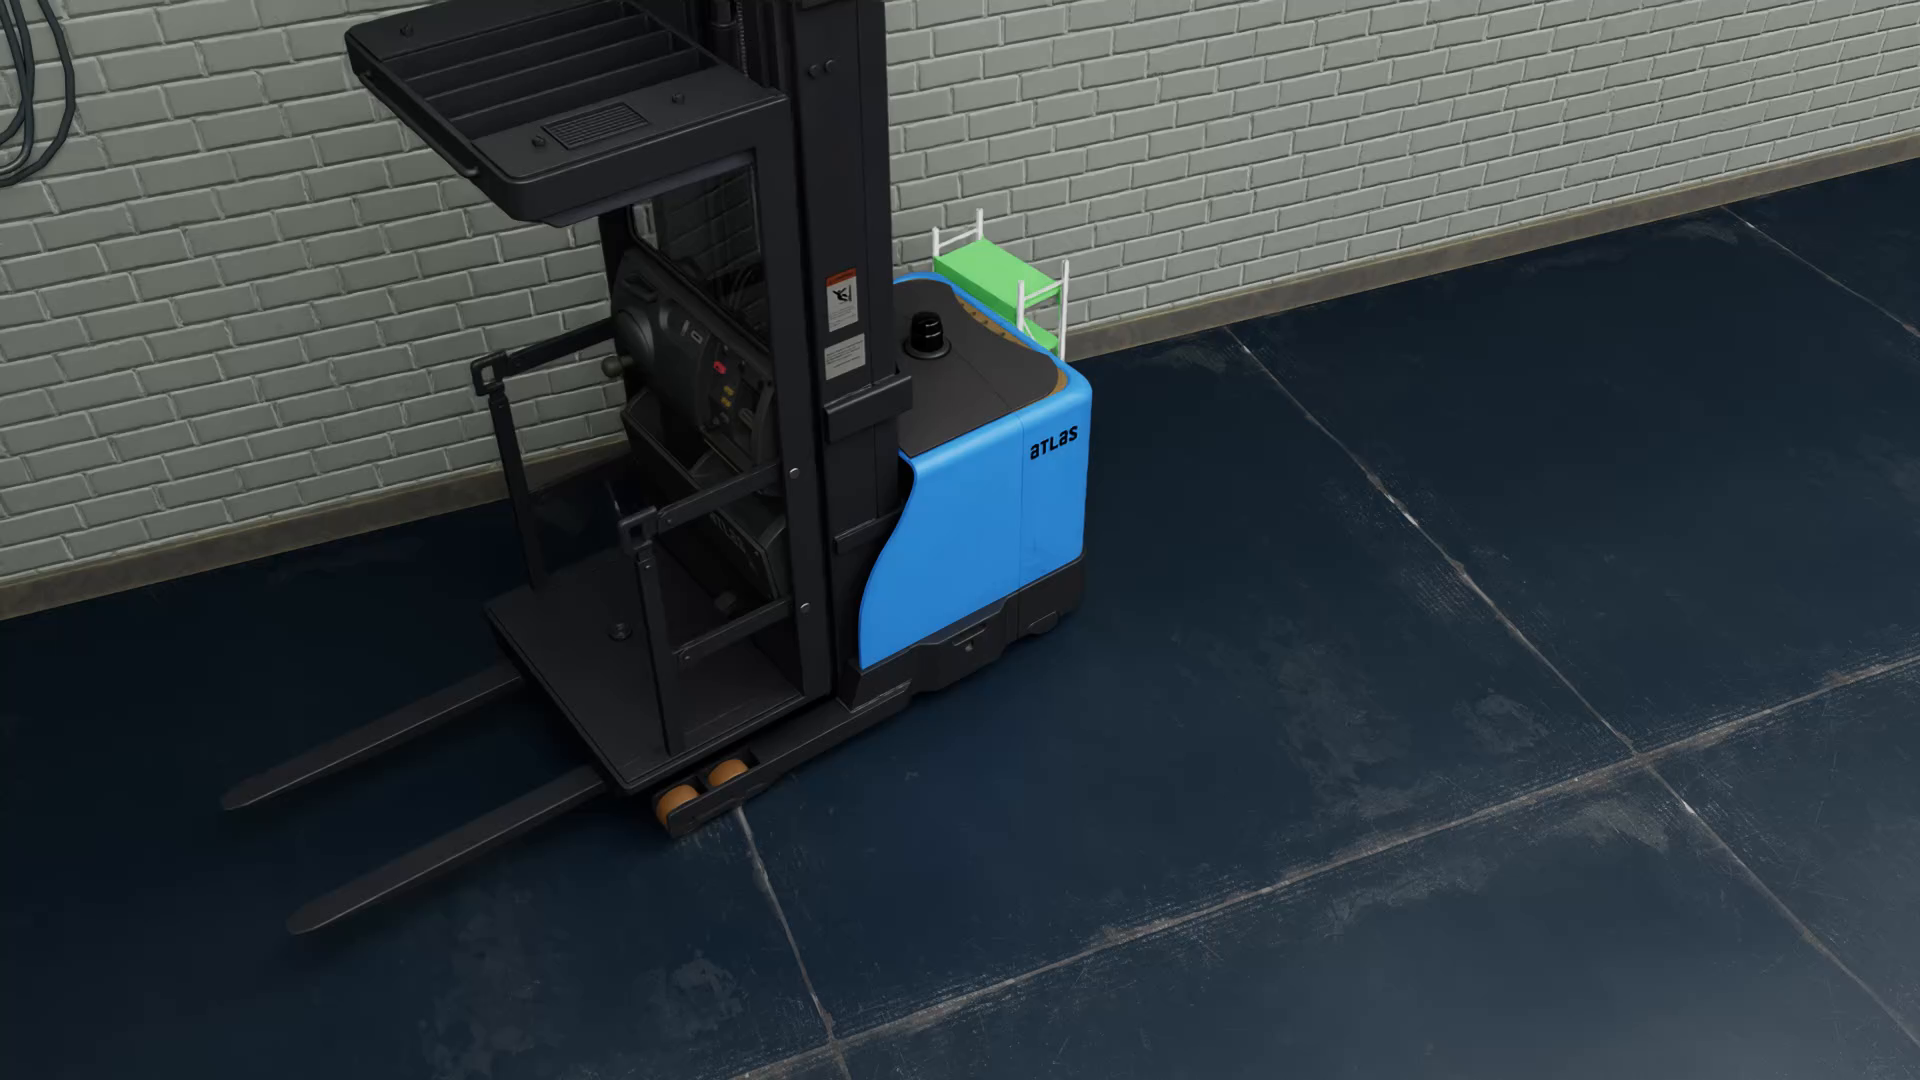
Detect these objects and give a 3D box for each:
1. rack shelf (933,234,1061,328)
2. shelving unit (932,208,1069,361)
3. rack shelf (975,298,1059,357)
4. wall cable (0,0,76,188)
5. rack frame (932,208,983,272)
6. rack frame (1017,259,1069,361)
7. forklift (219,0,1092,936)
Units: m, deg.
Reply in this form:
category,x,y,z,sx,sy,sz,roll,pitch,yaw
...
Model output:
category,x,y,z,sx,sy,sz,roll,pitch,yaw
rack shelf,0.147,-0.961,6.309,0.258,0.148,0.480,-29,48,-29
shelving unit,0.147,-0.645,6.580,0.258,1.200,0.503,-29,48,-29
rack shelf,0.147,-0.779,6.465,0.258,0.148,0.480,-29,48,-29
wall cable,-4.245,-1.763,4.280,3.097,2.526,0.112,-15,43,-17
rack frame,-0.010,-0.767,6.722,0.240,1.200,0.015,-29,48,-29
rack frame,0.304,-0.523,6.438,0.240,1.200,0.015,-29,48,-29
forklift,-1.008,-0.514,5.100,3.031,2.935,1.130,-26,47,-27
